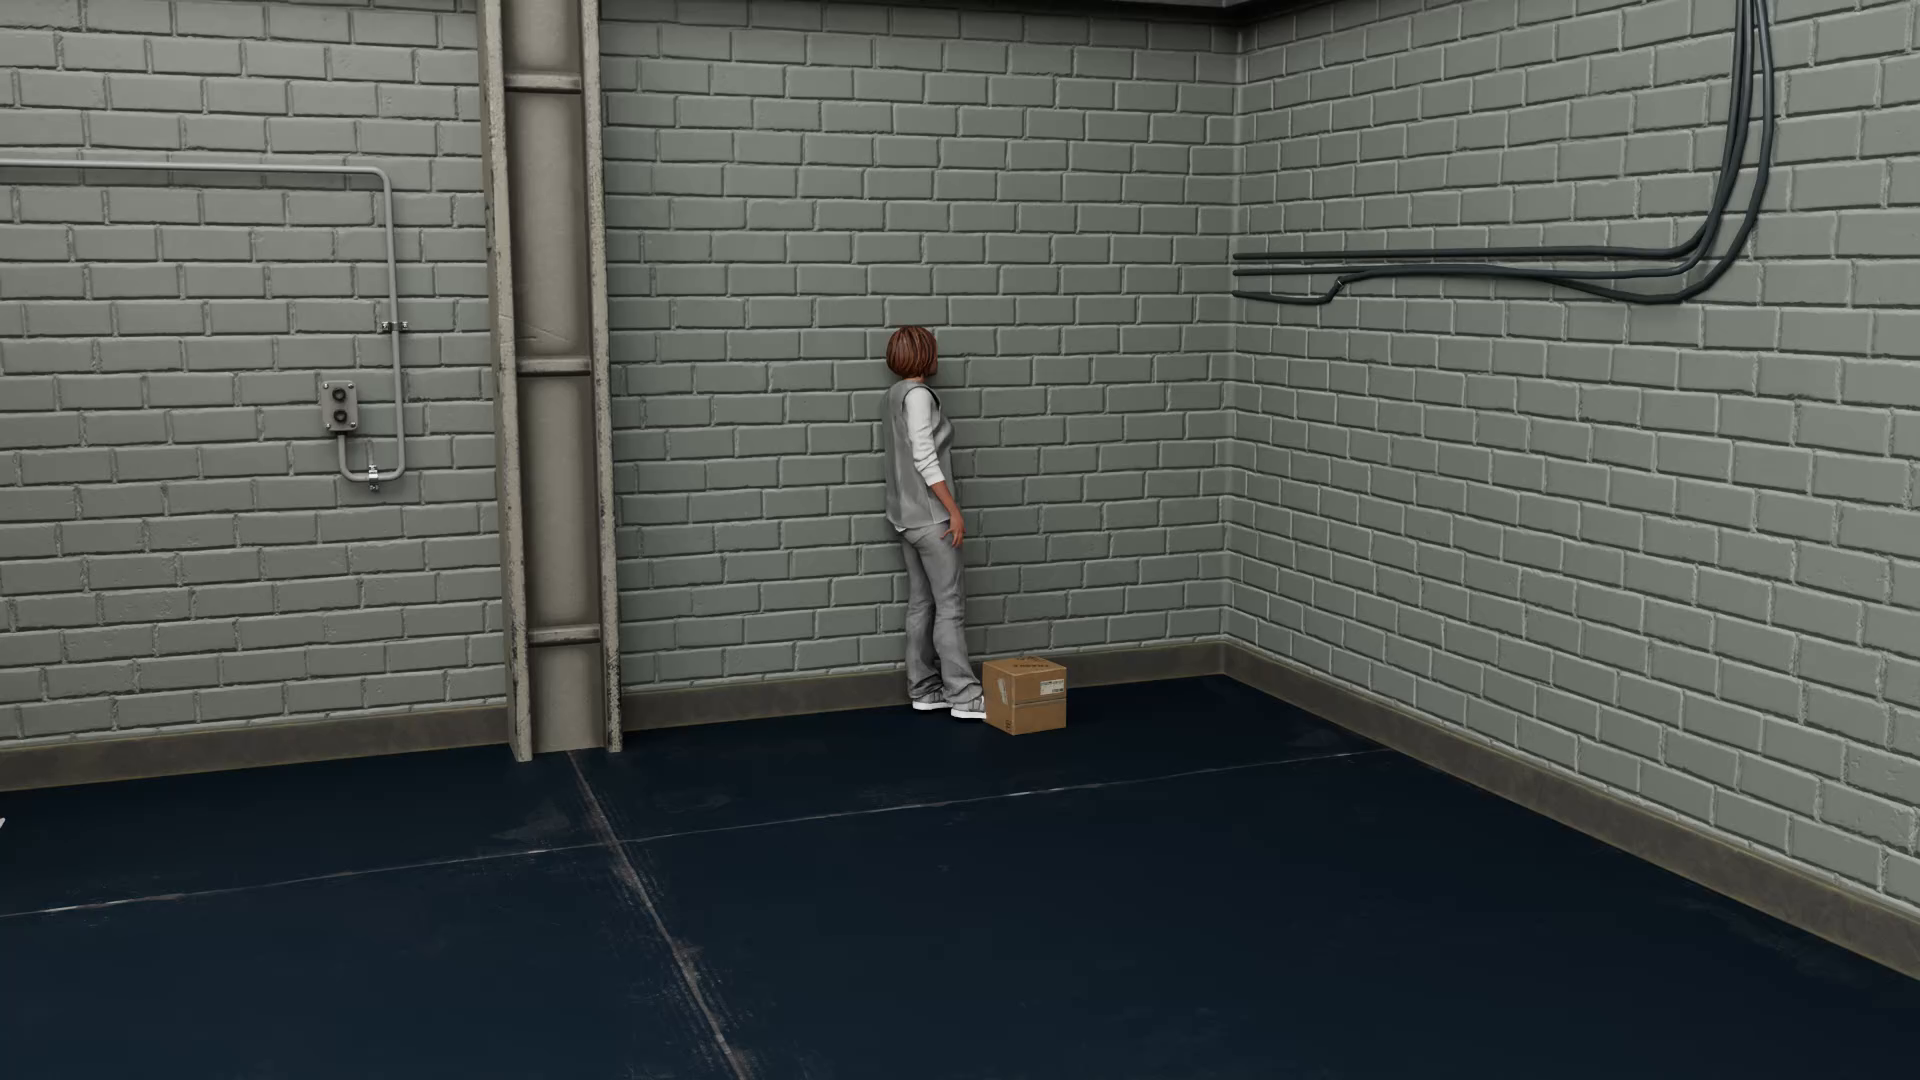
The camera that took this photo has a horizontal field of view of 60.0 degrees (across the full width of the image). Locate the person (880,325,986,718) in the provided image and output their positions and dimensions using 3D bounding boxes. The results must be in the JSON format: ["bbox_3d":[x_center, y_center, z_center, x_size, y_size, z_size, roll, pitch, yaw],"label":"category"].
[{"bbox_3d":[-0.069,-0.079,6.836,0.474,1.597,0.521,-3,10,-21],"label":"person"}]
